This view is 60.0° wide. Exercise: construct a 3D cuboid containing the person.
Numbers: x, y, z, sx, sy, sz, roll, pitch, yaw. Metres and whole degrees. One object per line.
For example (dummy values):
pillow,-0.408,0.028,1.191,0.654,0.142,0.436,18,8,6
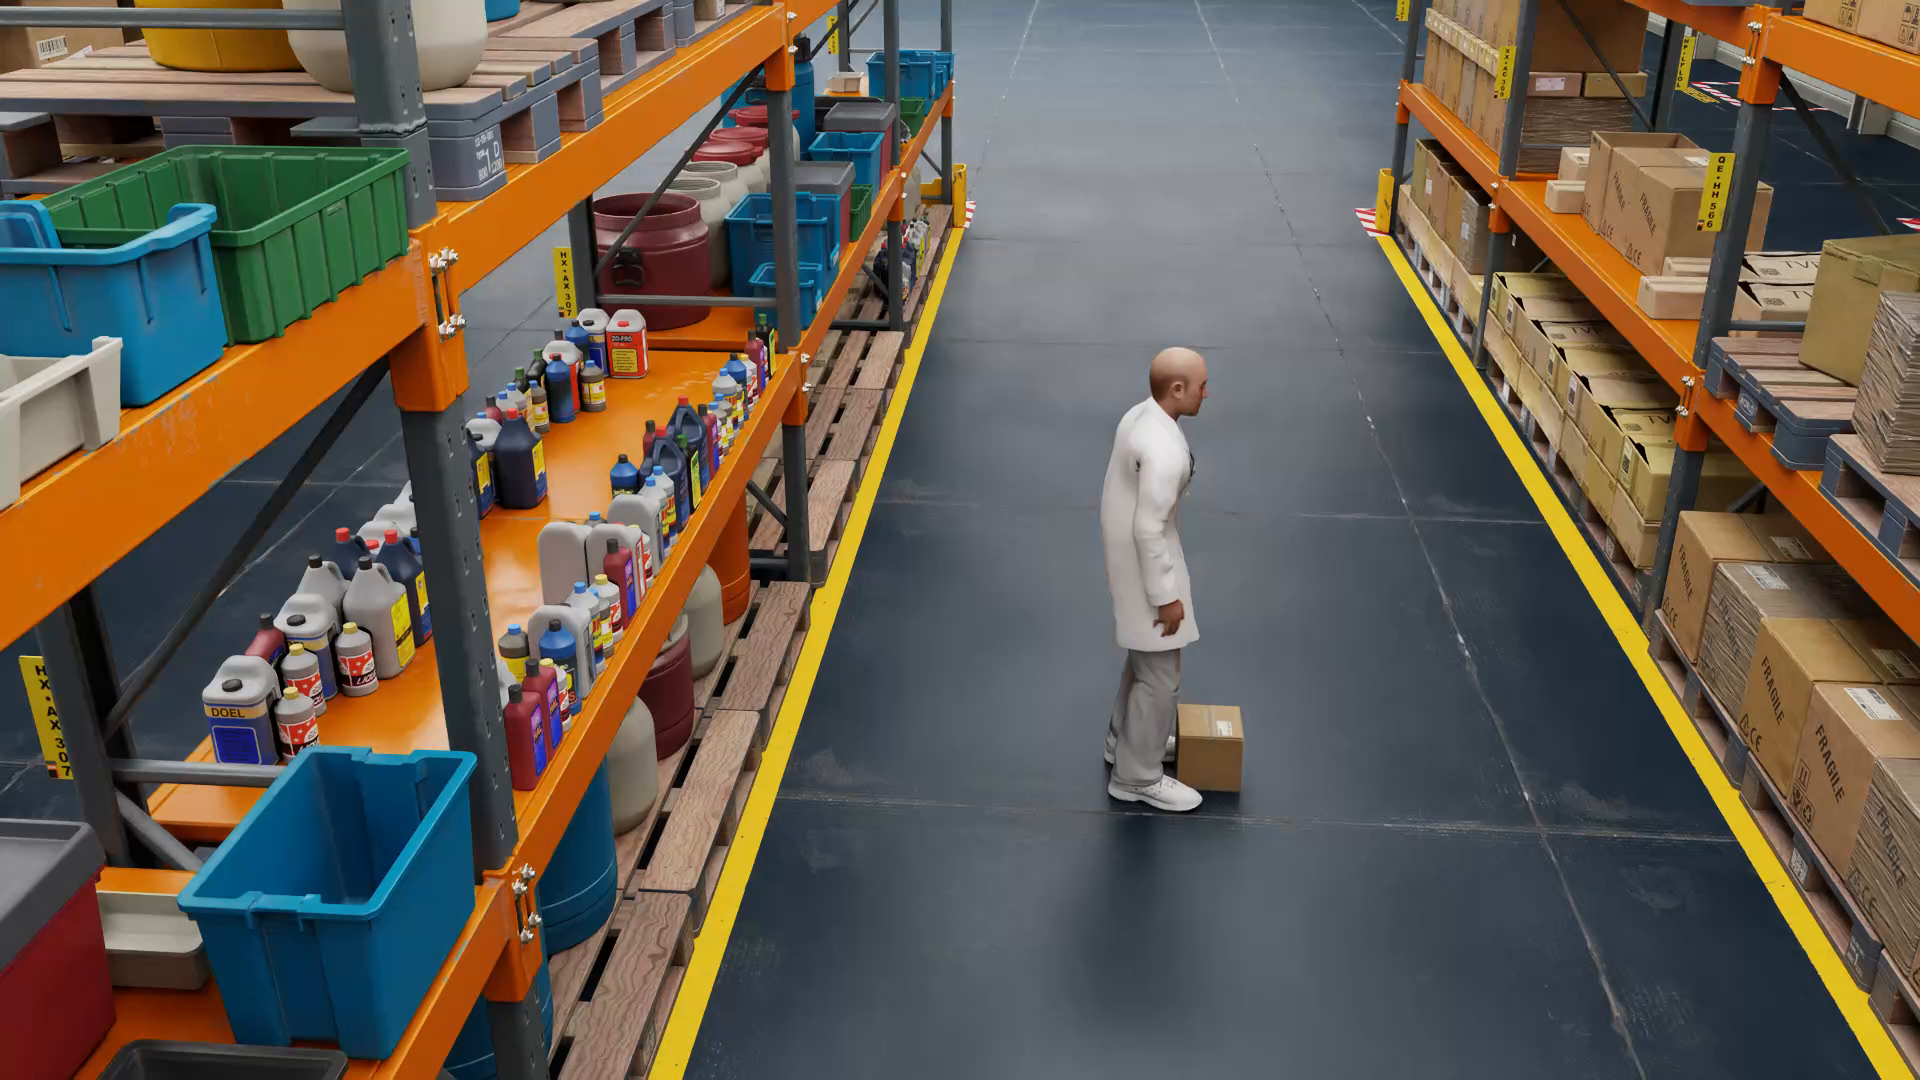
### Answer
person,0.744,0.126,6.342,0.429,1.772,0.646,0,24,1
